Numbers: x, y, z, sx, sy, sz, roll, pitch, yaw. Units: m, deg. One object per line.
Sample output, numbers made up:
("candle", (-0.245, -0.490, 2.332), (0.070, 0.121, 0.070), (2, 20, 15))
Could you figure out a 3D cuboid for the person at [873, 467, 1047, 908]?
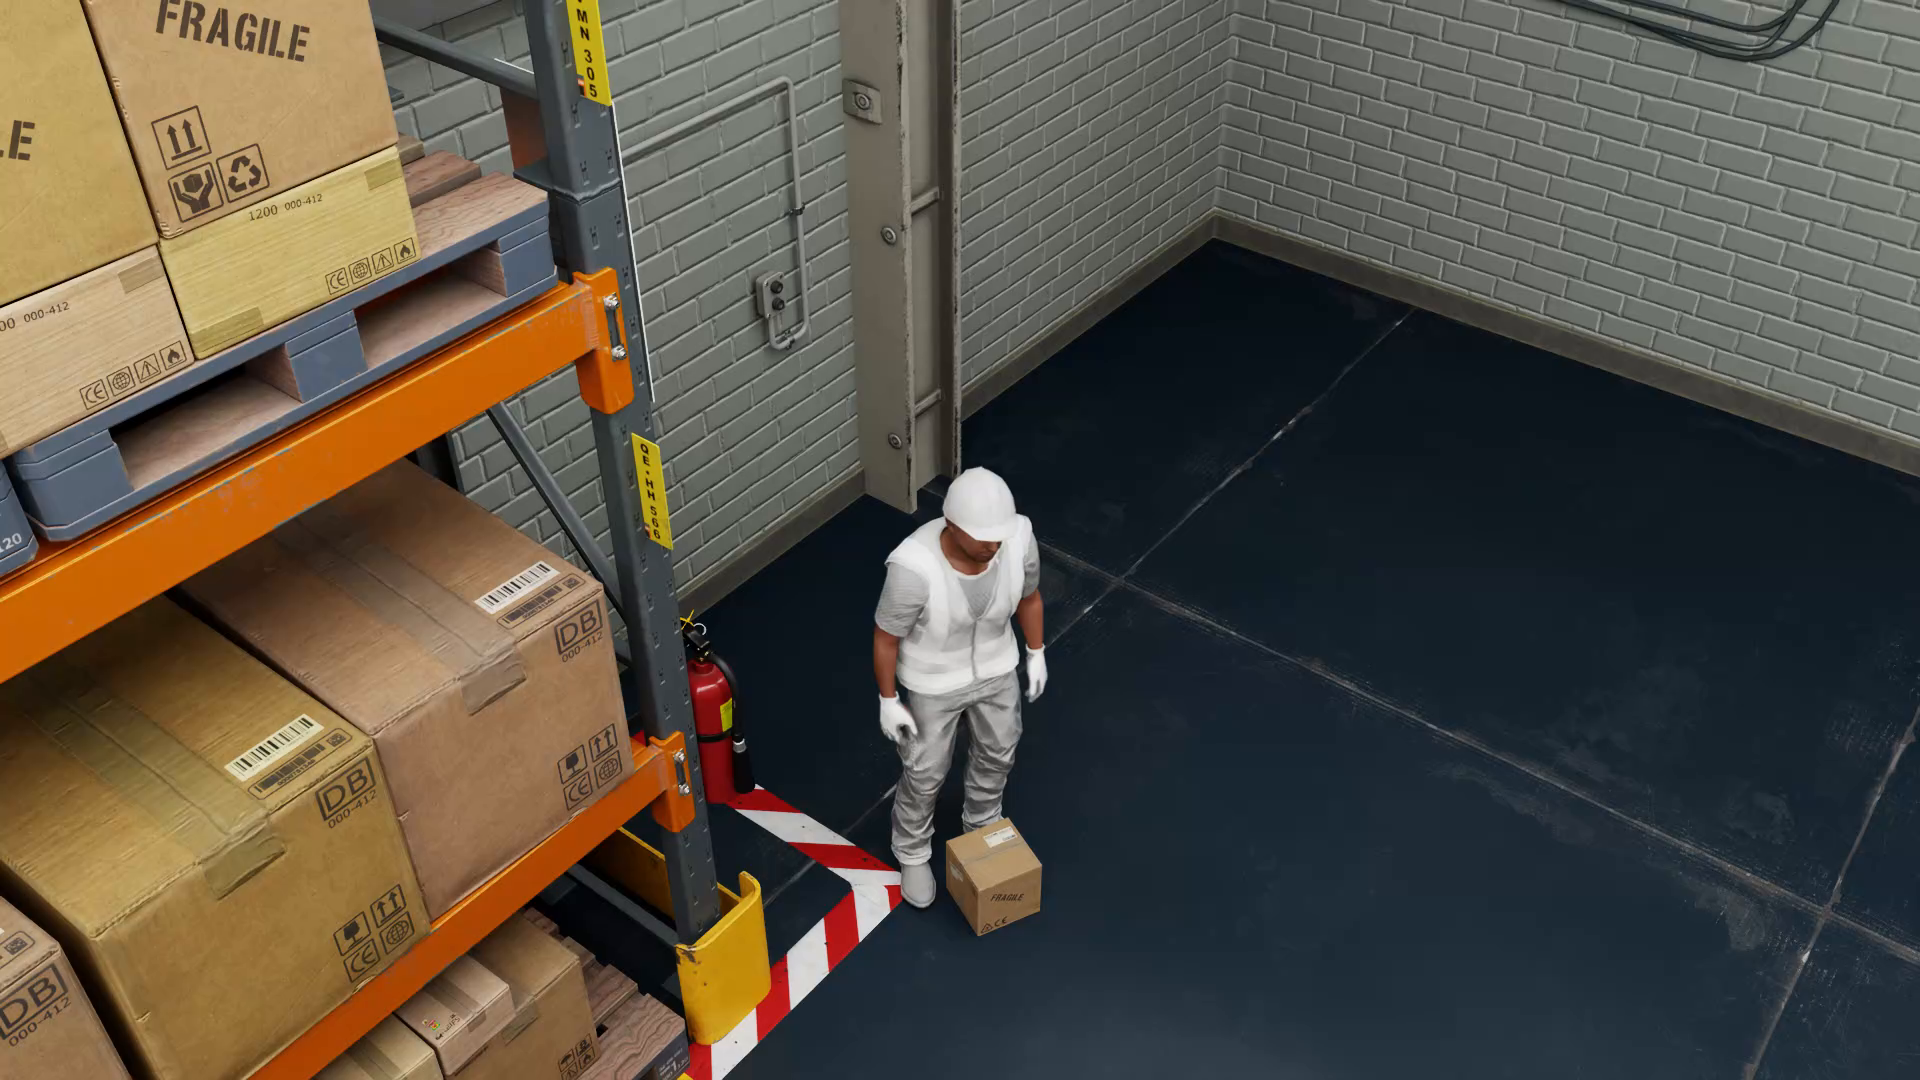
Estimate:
("person", (0.010, 0.469, 5.556), (0.622, 1.774, 0.454), (-17, 42, -20))
